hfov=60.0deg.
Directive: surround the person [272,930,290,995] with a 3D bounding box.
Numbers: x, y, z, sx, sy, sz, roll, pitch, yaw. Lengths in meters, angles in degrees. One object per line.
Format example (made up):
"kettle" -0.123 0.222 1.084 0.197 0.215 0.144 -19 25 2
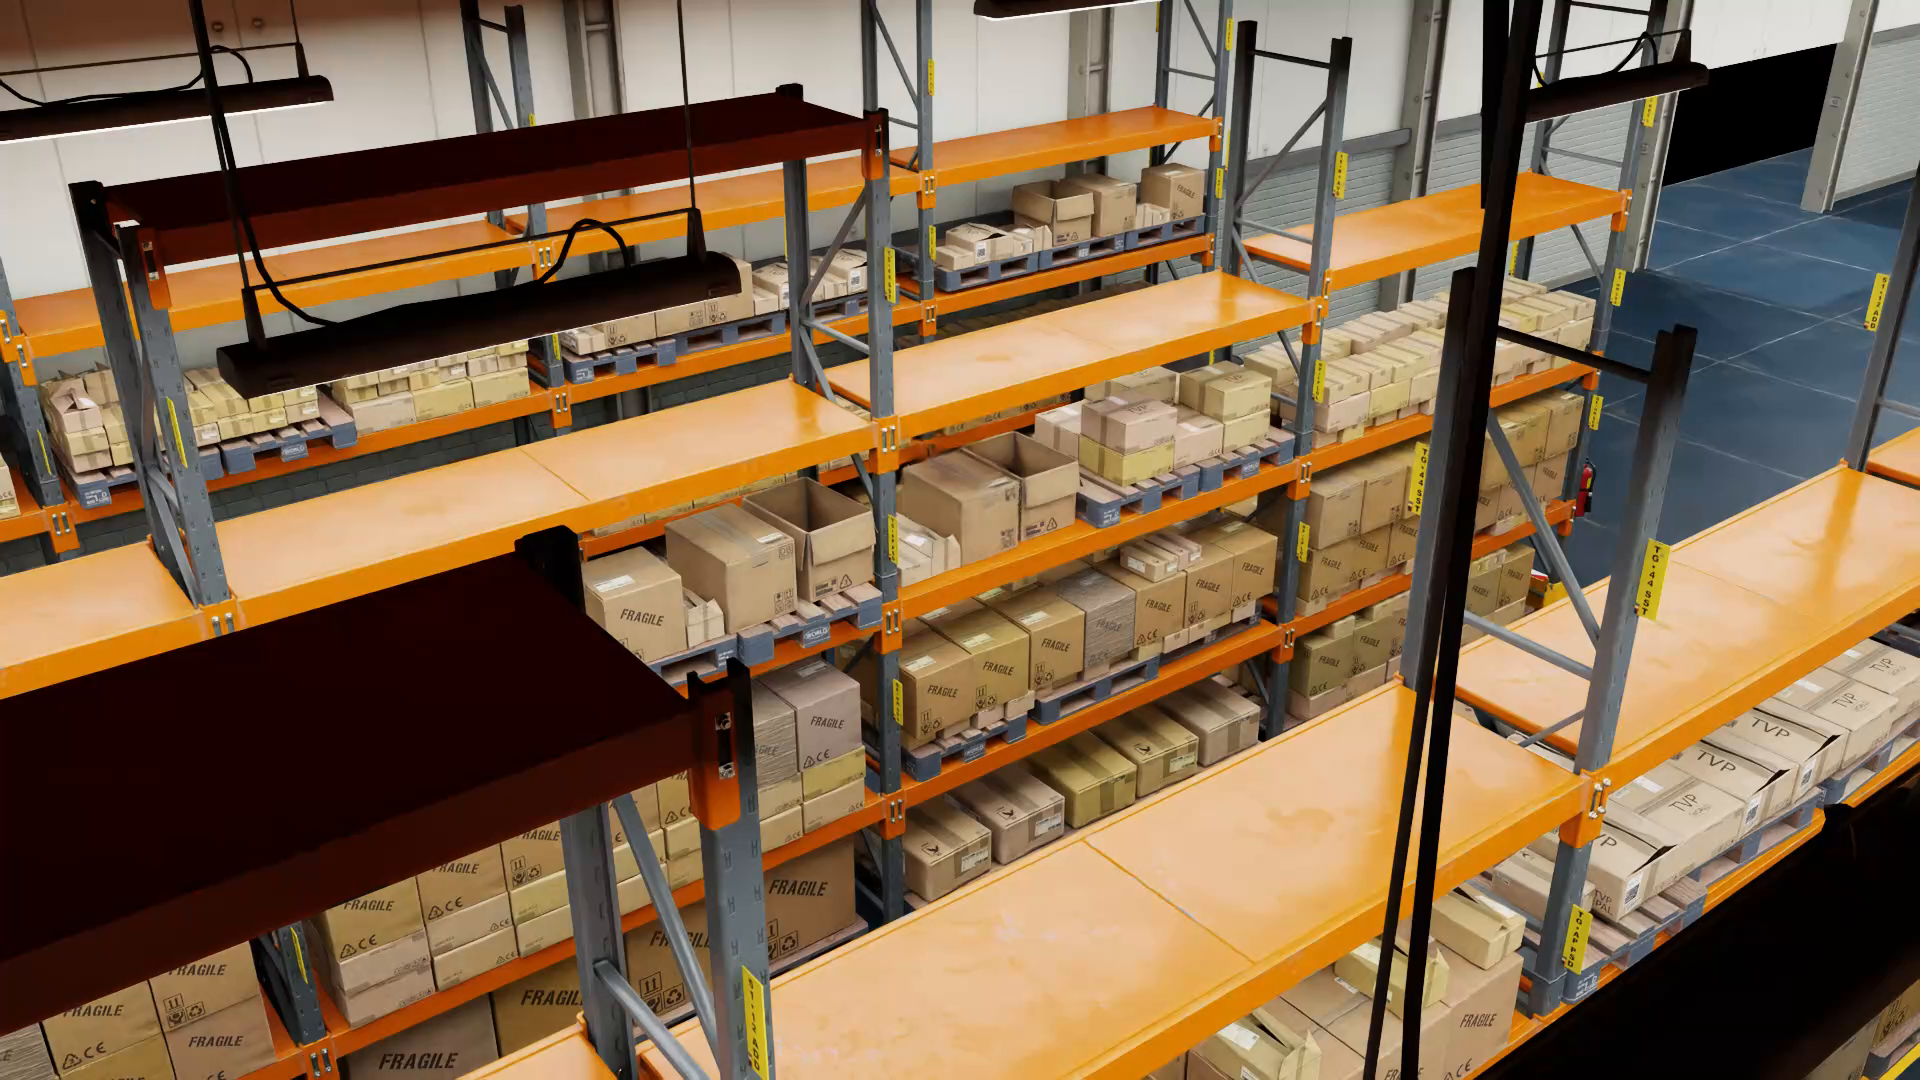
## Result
"person" -4.692 2.380 11.217 0.590 1.791 0.465 13 29 25
